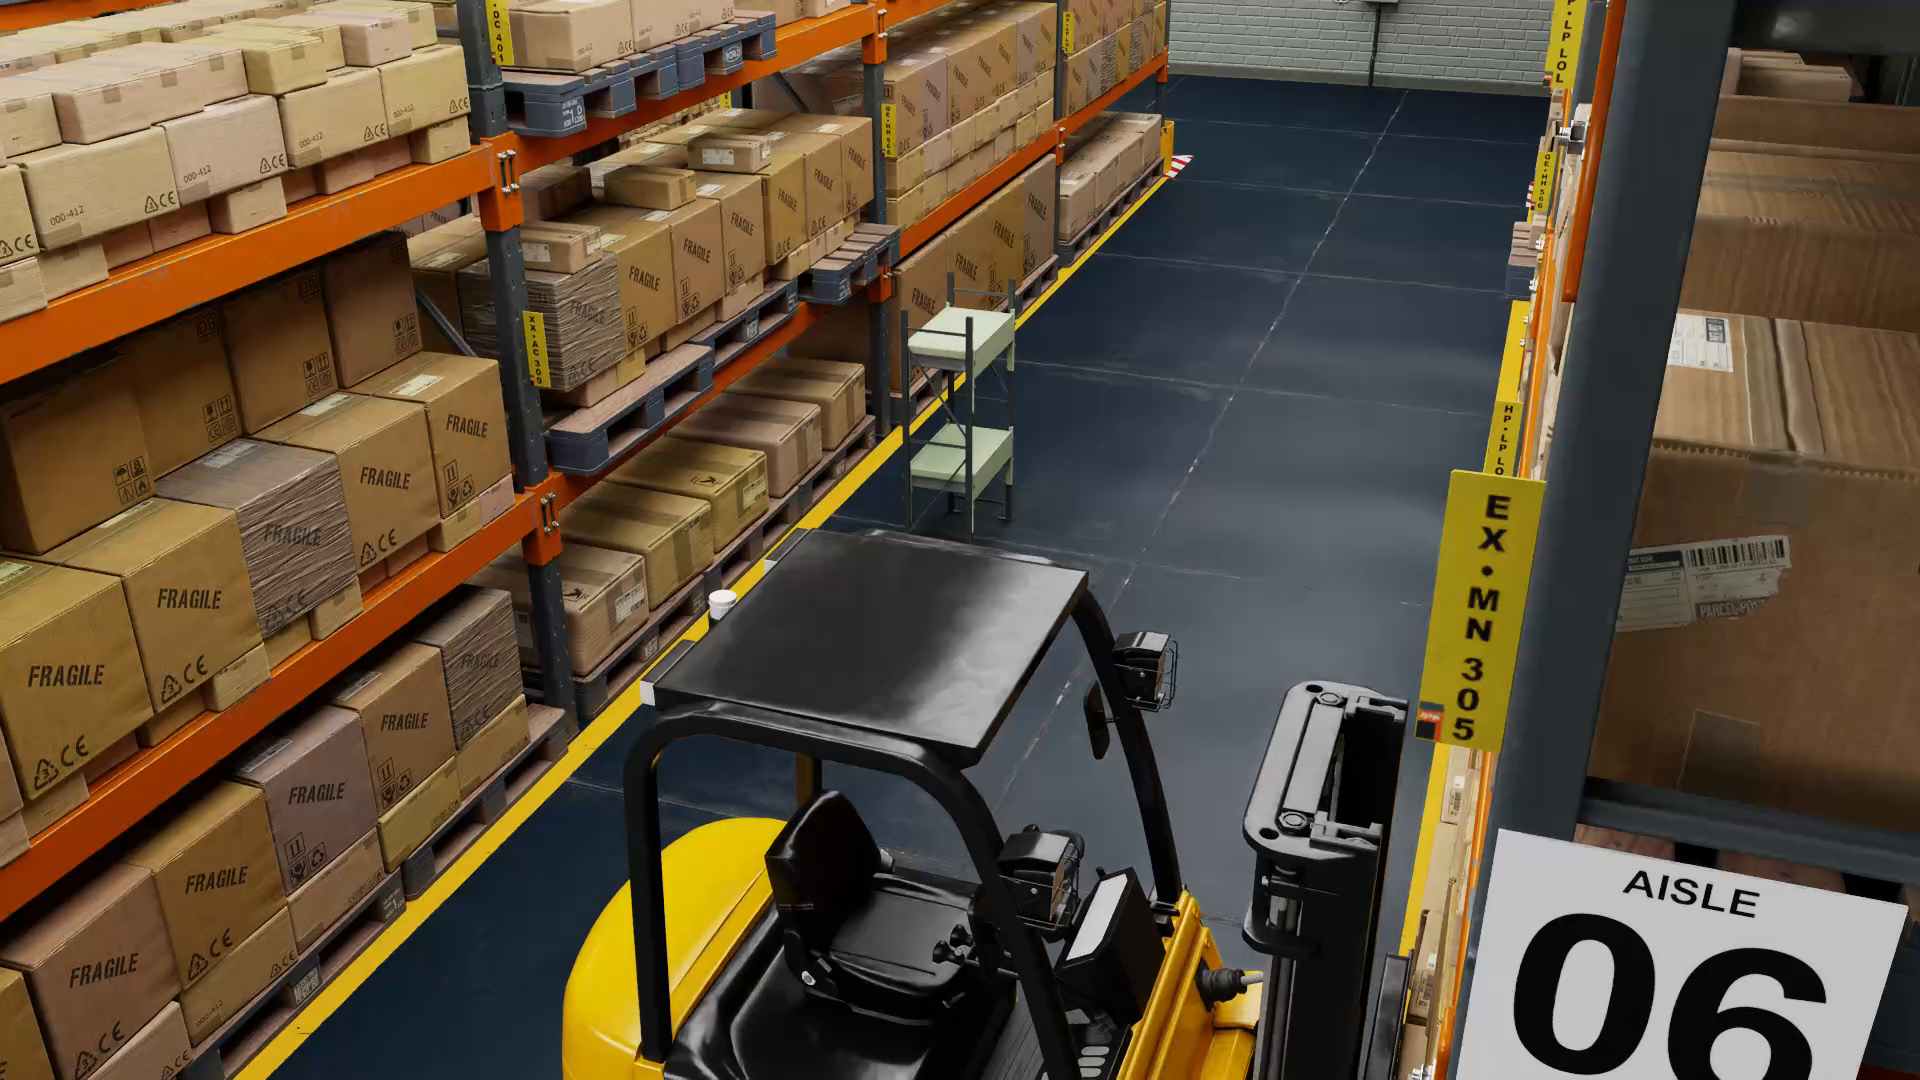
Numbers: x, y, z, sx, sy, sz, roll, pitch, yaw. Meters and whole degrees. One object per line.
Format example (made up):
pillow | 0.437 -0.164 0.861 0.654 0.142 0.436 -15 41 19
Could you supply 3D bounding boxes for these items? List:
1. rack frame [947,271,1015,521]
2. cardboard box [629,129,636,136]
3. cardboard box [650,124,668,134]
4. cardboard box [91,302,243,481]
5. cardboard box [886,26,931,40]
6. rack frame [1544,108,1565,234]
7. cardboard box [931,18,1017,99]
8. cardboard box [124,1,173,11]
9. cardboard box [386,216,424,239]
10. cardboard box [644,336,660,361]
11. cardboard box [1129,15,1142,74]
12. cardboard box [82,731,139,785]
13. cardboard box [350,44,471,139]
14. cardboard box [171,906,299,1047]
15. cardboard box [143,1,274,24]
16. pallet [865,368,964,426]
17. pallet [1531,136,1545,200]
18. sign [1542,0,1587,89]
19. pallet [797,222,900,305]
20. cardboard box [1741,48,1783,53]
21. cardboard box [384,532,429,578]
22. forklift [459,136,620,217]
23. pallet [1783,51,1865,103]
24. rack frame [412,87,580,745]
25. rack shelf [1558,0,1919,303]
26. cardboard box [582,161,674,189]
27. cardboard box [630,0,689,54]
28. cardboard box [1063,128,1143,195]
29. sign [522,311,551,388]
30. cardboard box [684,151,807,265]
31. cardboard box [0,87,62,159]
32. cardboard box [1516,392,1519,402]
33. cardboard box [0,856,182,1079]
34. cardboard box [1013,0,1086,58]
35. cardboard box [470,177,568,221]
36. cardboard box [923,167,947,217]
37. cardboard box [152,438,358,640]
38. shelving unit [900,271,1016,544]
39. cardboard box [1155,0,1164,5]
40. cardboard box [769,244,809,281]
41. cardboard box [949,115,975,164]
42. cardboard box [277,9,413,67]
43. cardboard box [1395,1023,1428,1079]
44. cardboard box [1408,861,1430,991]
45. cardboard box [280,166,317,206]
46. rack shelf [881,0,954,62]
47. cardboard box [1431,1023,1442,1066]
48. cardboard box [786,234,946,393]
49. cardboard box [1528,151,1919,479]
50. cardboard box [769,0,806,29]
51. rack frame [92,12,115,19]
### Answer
rack frame | 0.120 -0.823 9.728 0.400 1.500 0.023 9 27 17
cardboard box | -3.594 -4.275 17.245 0.380 0.149 0.250 8 27 15
cardboard box | -3.338 -4.341 17.723 0.380 0.149 0.250 10 28 20
cardboard box | -3.023 -0.554 5.848 0.700 0.500 0.500 8 27 16
cardboard box | -0.523 -3.495 12.264 0.500 0.500 0.500 8 27 17
rack frame | 3.724 -1.409 9.218 1.000 3.000 0.127 9 27 17
cardboard box | 0.109 -3.627 12.537 0.500 0.500 0.500 10 27 19
cardboard box | -8.572 -5.772 17.199 0.500 0.500 0.500 9 27 17
cardboard box | -4.853 -2.540 13.940 0.500 0.500 0.500 8 27 16
cardboard box | -1.694 -0.970 8.117 0.380 0.149 0.250 11 28 21
cardboard box | 1.450 -4.806 16.120 0.500 0.500 0.500 10 27 19
cardboard box | -2.863 0.635 5.286 0.380 0.149 0.250 10 27 19
cardboard box | -2.183 -1.679 6.164 0.500 0.250 0.500 8 27 17
cardboard box | -2.745 1.483 5.919 0.500 0.250 0.500 11 28 21
cardboard box | -2.761 -1.886 6.135 0.380 0.149 0.250 10 27 19
pallet | -0.625 -1.185 11.956 1.003 0.211 1.213 9 27 17
pallet | 4.686 -2.654 12.009 1.003 0.211 1.213 9 27 17
sign | 1.878 -1.564 5.142 0.100 0.325 0.005 9 27 17
pallet | -1.095 -1.733 10.107 1.213 0.211 1.003 9 27 17
cardboard box | 3.087 -2.002 6.672 0.380 0.166 0.250 9 27 17
cardboard box | -2.346 0.005 6.585 0.380 0.149 0.250 9 27 18
forklift | -2.894 -2.083 10.689 1.130 2.935 3.031 10 27 19
pallet | 3.213 -1.922 7.053 1.003 0.211 1.213 10 28 20
rack frame | -2.289 -0.483 7.306 1.000 3.000 0.127 9 27 17
rack shelf | 1.727 -1.140 3.062 1.077 0.370 4.000 9 27 17
cardboard box | -1.837 -1.705 8.891 0.500 0.500 0.500 8 27 15
cardboard box | -1.549 -2.346 7.401 0.500 0.250 0.500 8 27 17
cardboard box | 1.282 -3.788 16.589 0.875 0.438 0.875 9 27 19
sign | -1.775 -0.798 6.962 0.100 0.325 0.005 9 27 17
cardboard box | -1.176 -1.846 9.183 0.500 0.500 0.500 7 27 14
cardboard box | -2.774 -1.173 4.662 0.380 0.149 0.250 9 27 19
cardboard box | 2.479 -0.374 6.679 0.500 0.250 0.500 8 27 16
cardboard box | -2.914 1.355 5.323 0.500 0.500 0.500 8 27 16
cardboard box | 0.760 -4.427 14.188 0.500 0.500 0.500 9 27 18
cardboard box | -2.132 -1.651 8.035 0.380 0.149 0.250 8 27 16
cardboard box | -0.404 -2.438 11.515 0.500 0.250 0.500 8 27 16
cardboard box | -2.536 -0.017 5.888 0.500 0.500 0.500 10 27 19
shelving unit | -0.002 -0.672 9.417 0.431 1.500 0.755 9 27 17
cardboard box | 1.768 -5.677 16.771 0.500 0.500 0.500 10 27 19
cardboard box | -1.078 -1.586 9.390 0.380 0.149 0.250 9 27 18
cardboard box | -0.206 -2.872 11.839 0.500 0.250 0.500 9 27 17
cardboard box | -2.203 -1.799 5.956 0.380 0.149 0.250 8 27 16
cardboard box | 1.419 1.616 4.496 0.500 0.250 0.500 8 27 16
cardboard box | 1.920 1.434 6.019 0.500 0.250 0.500 9 27 18
cardboard box | -2.465 -1.250 5.735 0.380 0.149 0.250 8 27 16
rack shelf | -0.293 -3.975 11.902 1.077 0.370 4.000 9 27 17
cardboard box | 1.159 1.381 3.340 0.500 0.500 0.500 10 27 19
cardboard box | -0.650 -1.632 11.634 0.875 0.875 0.875 8 27 17
cardboard box | 1.414 -0.374 2.927 0.700 0.500 0.500 9 27 18
cardboard box | -1.283 -3.134 9.225 0.700 0.500 0.500 9 27 17
rack frame | -5.660 -2.804 12.098 1.000 3.000 0.127 9 27 17
